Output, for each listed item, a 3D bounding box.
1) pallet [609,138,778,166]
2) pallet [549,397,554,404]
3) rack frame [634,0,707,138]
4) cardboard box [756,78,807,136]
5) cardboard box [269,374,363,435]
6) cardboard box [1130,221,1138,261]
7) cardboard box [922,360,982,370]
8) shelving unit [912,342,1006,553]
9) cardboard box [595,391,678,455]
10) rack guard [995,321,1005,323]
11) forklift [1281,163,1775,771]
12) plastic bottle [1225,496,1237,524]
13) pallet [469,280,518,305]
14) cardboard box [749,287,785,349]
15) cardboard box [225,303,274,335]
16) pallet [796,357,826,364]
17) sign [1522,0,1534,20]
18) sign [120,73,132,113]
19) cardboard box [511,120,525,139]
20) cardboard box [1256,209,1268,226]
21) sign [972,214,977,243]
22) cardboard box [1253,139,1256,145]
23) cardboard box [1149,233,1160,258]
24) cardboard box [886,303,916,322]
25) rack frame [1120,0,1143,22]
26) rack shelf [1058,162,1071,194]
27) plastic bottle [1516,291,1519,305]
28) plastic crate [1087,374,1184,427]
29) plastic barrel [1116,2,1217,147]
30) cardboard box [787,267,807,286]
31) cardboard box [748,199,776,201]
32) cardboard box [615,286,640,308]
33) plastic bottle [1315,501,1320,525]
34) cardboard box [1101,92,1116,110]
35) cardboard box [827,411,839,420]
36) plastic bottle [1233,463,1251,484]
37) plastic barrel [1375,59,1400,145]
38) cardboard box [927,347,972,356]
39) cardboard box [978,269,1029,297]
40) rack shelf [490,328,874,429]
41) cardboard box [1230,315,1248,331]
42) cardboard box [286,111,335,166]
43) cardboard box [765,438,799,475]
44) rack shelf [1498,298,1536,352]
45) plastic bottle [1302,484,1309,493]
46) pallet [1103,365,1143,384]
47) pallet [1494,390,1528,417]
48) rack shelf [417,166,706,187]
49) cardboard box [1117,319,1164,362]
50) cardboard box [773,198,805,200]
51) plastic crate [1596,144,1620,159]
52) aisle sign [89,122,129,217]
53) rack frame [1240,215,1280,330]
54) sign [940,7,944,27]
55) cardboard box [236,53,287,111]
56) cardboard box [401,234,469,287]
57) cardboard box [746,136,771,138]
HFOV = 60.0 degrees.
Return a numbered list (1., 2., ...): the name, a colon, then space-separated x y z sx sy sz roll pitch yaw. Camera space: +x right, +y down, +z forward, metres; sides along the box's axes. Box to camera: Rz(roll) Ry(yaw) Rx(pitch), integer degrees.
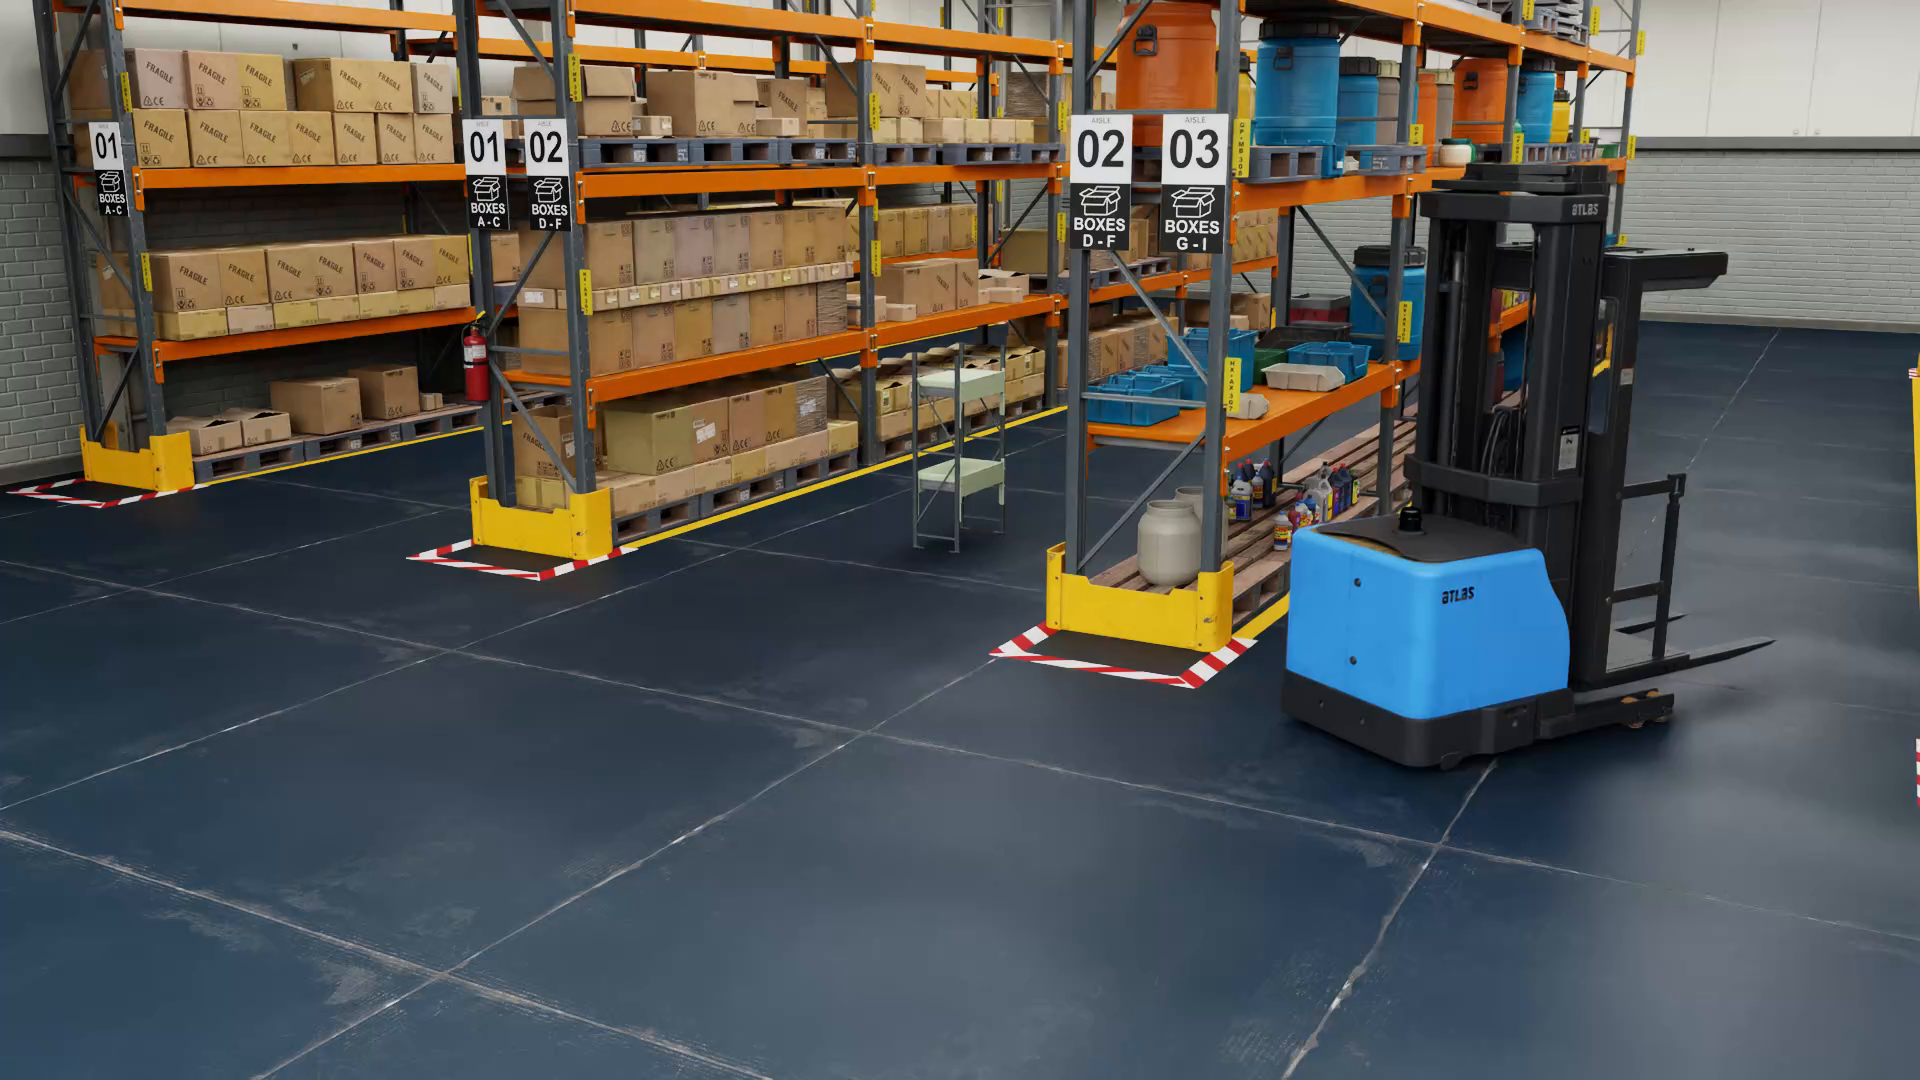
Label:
1. pallet: -2.250 -3.216 13.762 1.003 0.211 1.213 7 15 28
2. pallet: -4.644 -1.844 20.232 1.003 0.211 1.213 7 15 28
3. rack frame: -3.674 -6.526 20.901 1.000 3.000 0.127 7 15 28
4. cardboard box: -1.744 -3.934 15.142 0.500 0.500 0.500 9 16 33
5. cardboard box: -6.454 -1.360 16.670 0.700 0.500 0.500 6 15 25
6. cardboard box: 1.896 -3.902 21.709 0.700 0.500 0.500 10 17 37
7. cardboard box: -0.109 -1.740 17.626 0.500 0.311 0.500 8 16 30
8. shelving unit: -0.003 -0.728 12.852 0.431 1.500 0.755 7 15 28
9. cardboard box: -2.734 -0.990 14.111 0.500 0.500 0.500 7 15 28
10. rack guard: 0.205 -4.040 28.726 1.175 0.500 0.348 7 15 28
11. forklift: 3.261 -0.519 8.931 3.031 2.935 1.130 -8 16 -29
12. plastic bottle: 2.052 -0.232 12.629 0.097 0.201 0.097 0 14 0
13. pallet: -5.111 -2.836 18.805 1.003 0.211 1.213 7 15 28
14. cardboard box: -1.974 -1.973 14.606 0.700 0.500 0.500 8 16 29
15. cardboard box: -6.789 -2.077 15.526 0.500 0.250 0.500 7 15 26
16. pallet: -2.636 -2.656 23.601 1.003 0.211 1.213 7 15 28
17. sign: 5.484 -5.185 16.030 0.100 0.325 0.005 7 15 28
18. sign: -7.066 -3.790 14.087 0.100 0.325 0.005 7 15 28
19. cardboard box: -4.975 -4.637 18.762 0.500 0.311 0.500 8 16 30
20. cardboard box: 4.314 -4.998 25.020 0.500 0.500 0.500 8 16 30
21. sign: 0.185 -3.633 19.400 0.100 0.325 0.005 7 15 28
22. cardboard box: 4.033 -5.735 24.340 0.500 0.250 0.500 7 15 28
23. cardboard box: 2.615 -4.050 23.218 0.500 0.500 0.500 8 16 29
24. cardboard box: -0.662 -2.265 16.563 0.380 0.149 0.250 7 15 28
25. rack frame: 2.598 -6.786 21.980 1.000 3.000 0.127 7 15 28
26. rack shelf: 1.631 -4.568 20.714 1.077 0.370 4.000 7 15 28
27. plastic bottle: 6.018 -2.687 18.052 0.097 0.271 0.097 0 14 0
28. plastic crate: 1.111 -0.910 10.724 0.499 0.251 0.616 7 15 28
29. plastic barrel: 1.255 -2.831 10.162 0.600 0.830 0.708 7 15 28
30. cardboard box: -1.585 -2.353 14.798 0.380 0.149 0.250 7 15 28
31. cardboard box: -2.676 -4.721 23.725 0.500 0.250 0.500 7 15 26
32. cardboard box: -2.700 -1.882 12.842 0.380 0.149 0.250 7 15 27
33. plastic bottle: 2.642 -0.189 12.449 0.097 0.201 0.097 0 14 0
34. cardboard box: 1.648 -5.260 20.729 0.600 0.600 0.600 7 15 26
35. cardboard box: -1.323 -1.213 16.637 0.500 0.250 0.500 7 15 27
36. plastic bottle: 2.220 -0.435 13.151 0.144 0.351 0.185 7 15 26
37. plastic barrel: 3.437 -3.631 14.225 0.600 0.901 0.600 0 14 0
38. cardboard box: -0.092 -2.006 18.728 0.500 0.311 0.500 7 15 27
39. cardboard box: 0.450 -2.936 19.001 0.500 0.311 0.500 9 16 32
40. rack shelf: -2.236 -1.468 14.258 1.077 0.370 4.000 7 15 28
41. cardboard box: 3.999 -3.236 24.985 0.500 0.250 0.500 7 15 28
42. cardboard box: -6.382 -3.850 15.948 0.500 0.500 0.500 8 16 31
43. cardboard box: -1.781 -0.770 14.798 0.500 0.250 0.500 7 15 28
44. rack shelf: 5.966 -2.547 18.735 1.077 0.370 4.000 7 15 28
45. plastic bottle: 2.655 -0.295 12.716 0.061 0.283 0.133 7 15 28
46. pallet: 1.649 -2.091 21.258 1.003 0.211 1.213 7 15 28
47. pallet: 5.934 -1.547 19.000 1.003 0.211 1.213 7 15 28
48. rack shelf: -4.641 -4.307 19.635 1.077 0.370 4.000 7 15 28
49. cardboard box: 2.364 -2.634 21.953 0.500 0.500 0.500 7 15 28
50. cardboard box: -2.438 -4.824 24.154 0.500 0.250 0.500 8 15 29
51. plastic crate: 8.639 -5.249 22.456 0.450 0.188 0.336 7 15 28
52. aisle sign: -7.313 -3.183 14.289 0.394 0.787 0.004 7 15 28
53. rack frame: 4.532 -4.690 26.087 1.000 3.000 0.127 7 15 28
54. sign: -0.289 -8.762 27.847 0.100 0.325 0.005 7 15 28
55. cardboard box: -6.618 -4.226 15.371 0.500 0.500 0.500 8 16 30
56. cardboard box: -5.565 -2.958 17.580 0.500 0.500 0.500 7 15 28
57. cardboard box: -3.001 -5.663 22.569 0.700 0.500 0.500 8 16 31
